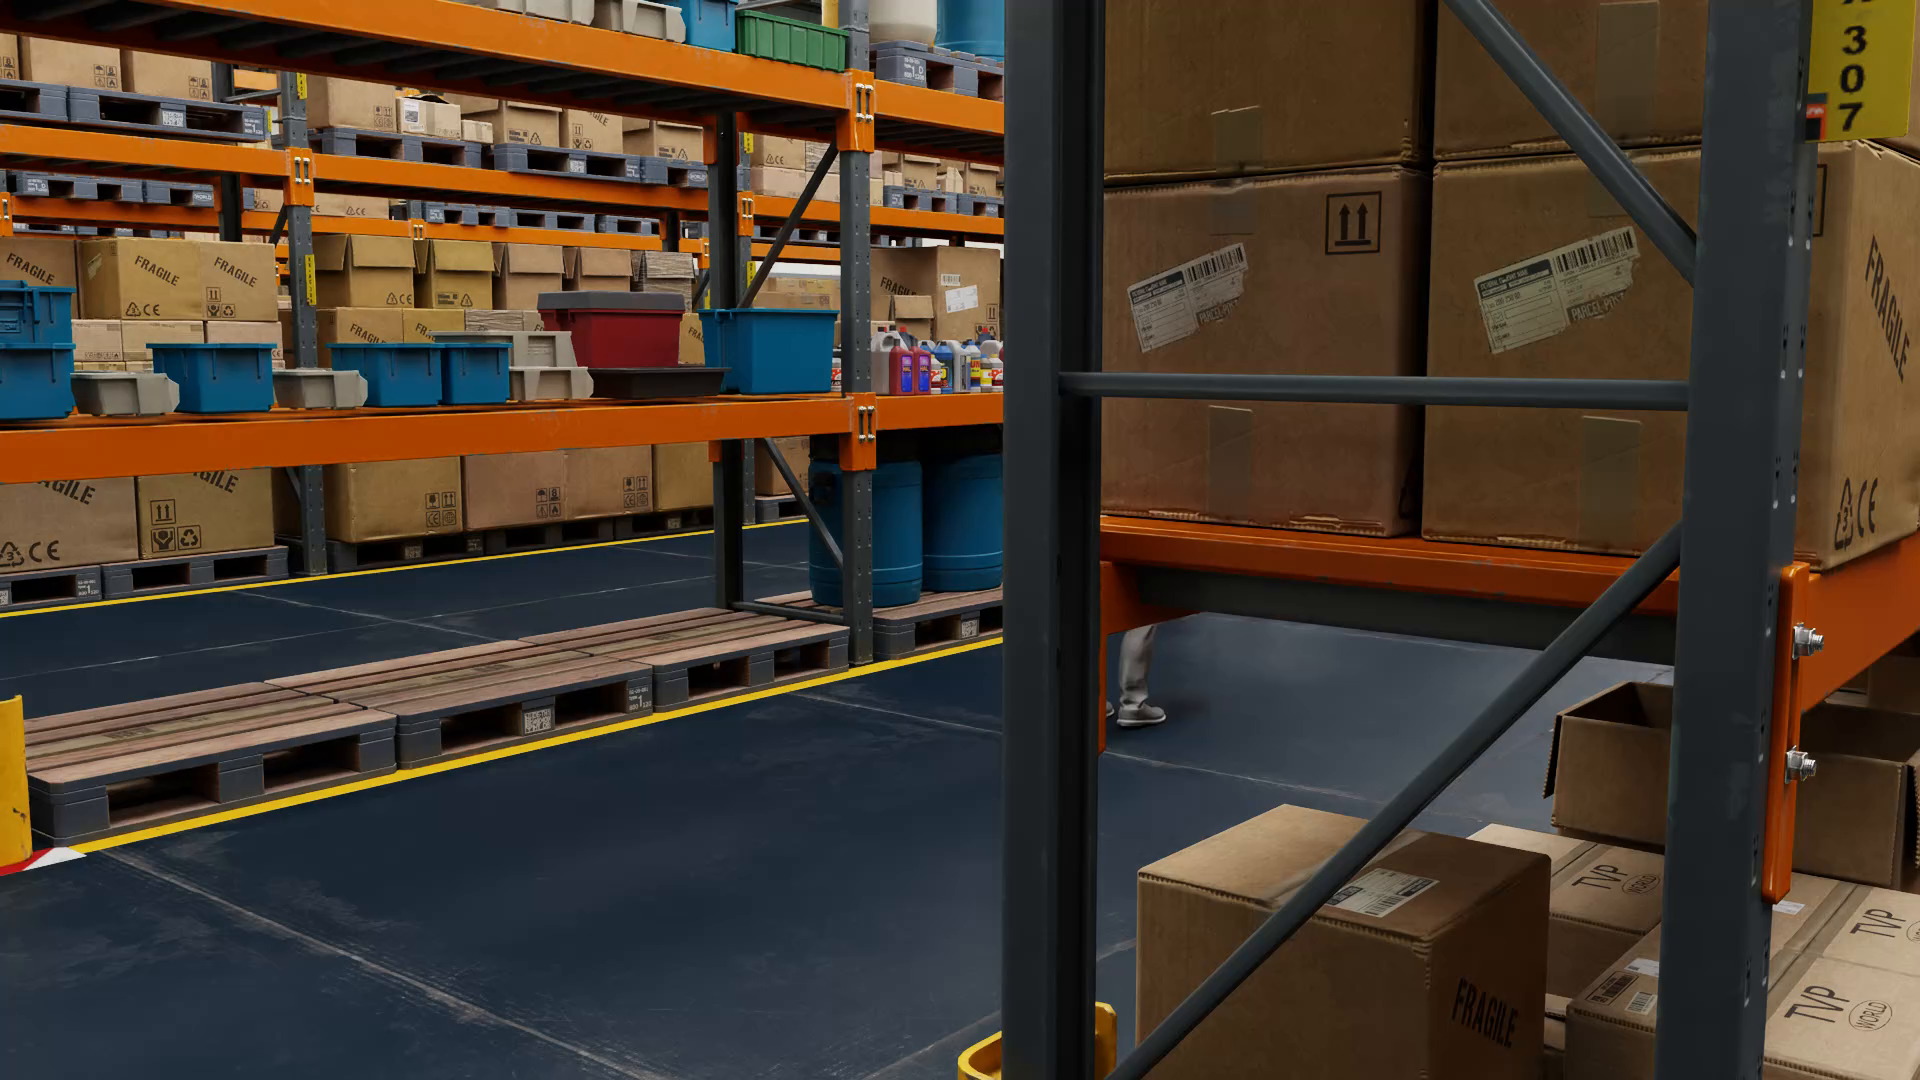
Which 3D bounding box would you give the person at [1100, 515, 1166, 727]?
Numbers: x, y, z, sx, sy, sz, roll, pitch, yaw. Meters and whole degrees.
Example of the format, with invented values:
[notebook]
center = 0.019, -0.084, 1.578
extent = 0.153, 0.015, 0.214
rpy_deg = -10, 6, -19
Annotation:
[person]
center = 0.676, -0.054, 6.871
extent = 0.412, 1.630, 0.553
rpy_deg = 5, 9, 37
